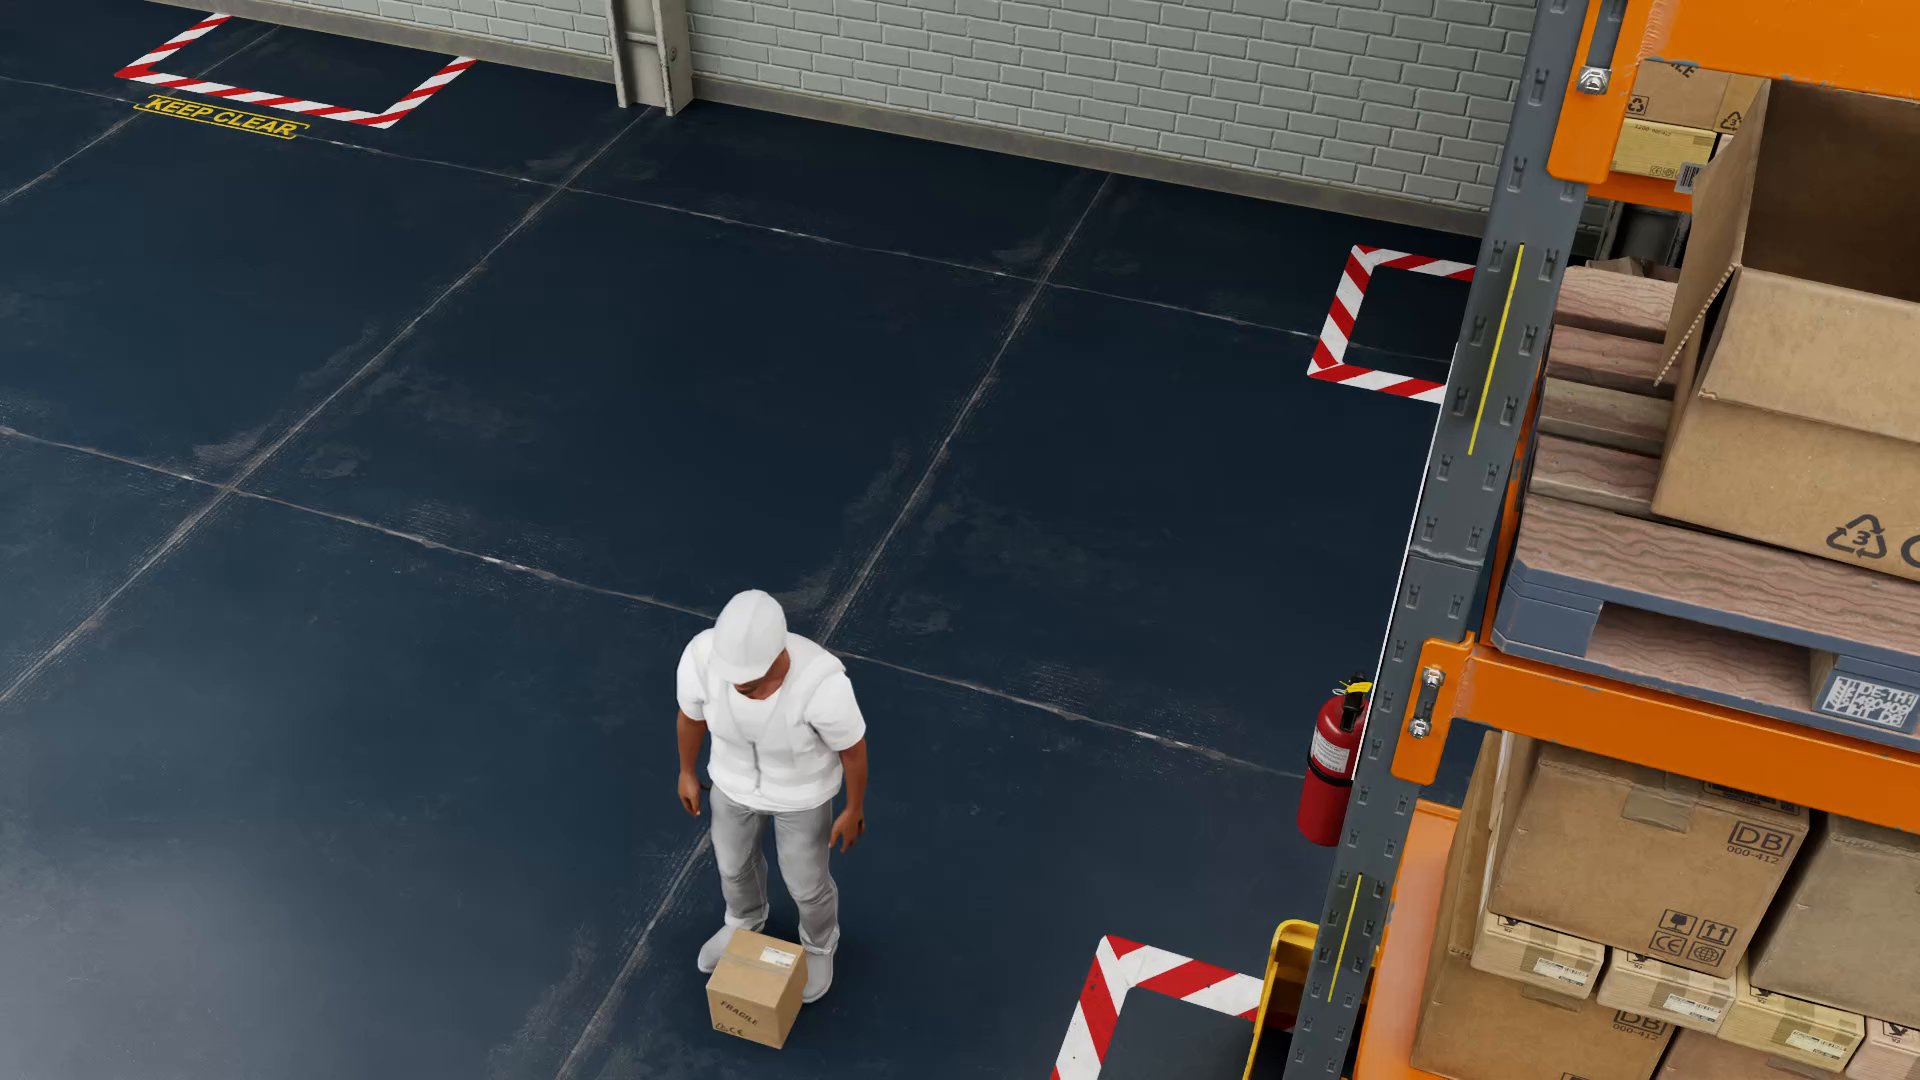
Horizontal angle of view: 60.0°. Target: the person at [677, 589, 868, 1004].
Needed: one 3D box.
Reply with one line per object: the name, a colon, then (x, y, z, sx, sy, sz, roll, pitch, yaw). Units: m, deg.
person: (-0.600, 0.790, 5.245, 0.629, 1.759, 0.461, 11, 43, 13)
